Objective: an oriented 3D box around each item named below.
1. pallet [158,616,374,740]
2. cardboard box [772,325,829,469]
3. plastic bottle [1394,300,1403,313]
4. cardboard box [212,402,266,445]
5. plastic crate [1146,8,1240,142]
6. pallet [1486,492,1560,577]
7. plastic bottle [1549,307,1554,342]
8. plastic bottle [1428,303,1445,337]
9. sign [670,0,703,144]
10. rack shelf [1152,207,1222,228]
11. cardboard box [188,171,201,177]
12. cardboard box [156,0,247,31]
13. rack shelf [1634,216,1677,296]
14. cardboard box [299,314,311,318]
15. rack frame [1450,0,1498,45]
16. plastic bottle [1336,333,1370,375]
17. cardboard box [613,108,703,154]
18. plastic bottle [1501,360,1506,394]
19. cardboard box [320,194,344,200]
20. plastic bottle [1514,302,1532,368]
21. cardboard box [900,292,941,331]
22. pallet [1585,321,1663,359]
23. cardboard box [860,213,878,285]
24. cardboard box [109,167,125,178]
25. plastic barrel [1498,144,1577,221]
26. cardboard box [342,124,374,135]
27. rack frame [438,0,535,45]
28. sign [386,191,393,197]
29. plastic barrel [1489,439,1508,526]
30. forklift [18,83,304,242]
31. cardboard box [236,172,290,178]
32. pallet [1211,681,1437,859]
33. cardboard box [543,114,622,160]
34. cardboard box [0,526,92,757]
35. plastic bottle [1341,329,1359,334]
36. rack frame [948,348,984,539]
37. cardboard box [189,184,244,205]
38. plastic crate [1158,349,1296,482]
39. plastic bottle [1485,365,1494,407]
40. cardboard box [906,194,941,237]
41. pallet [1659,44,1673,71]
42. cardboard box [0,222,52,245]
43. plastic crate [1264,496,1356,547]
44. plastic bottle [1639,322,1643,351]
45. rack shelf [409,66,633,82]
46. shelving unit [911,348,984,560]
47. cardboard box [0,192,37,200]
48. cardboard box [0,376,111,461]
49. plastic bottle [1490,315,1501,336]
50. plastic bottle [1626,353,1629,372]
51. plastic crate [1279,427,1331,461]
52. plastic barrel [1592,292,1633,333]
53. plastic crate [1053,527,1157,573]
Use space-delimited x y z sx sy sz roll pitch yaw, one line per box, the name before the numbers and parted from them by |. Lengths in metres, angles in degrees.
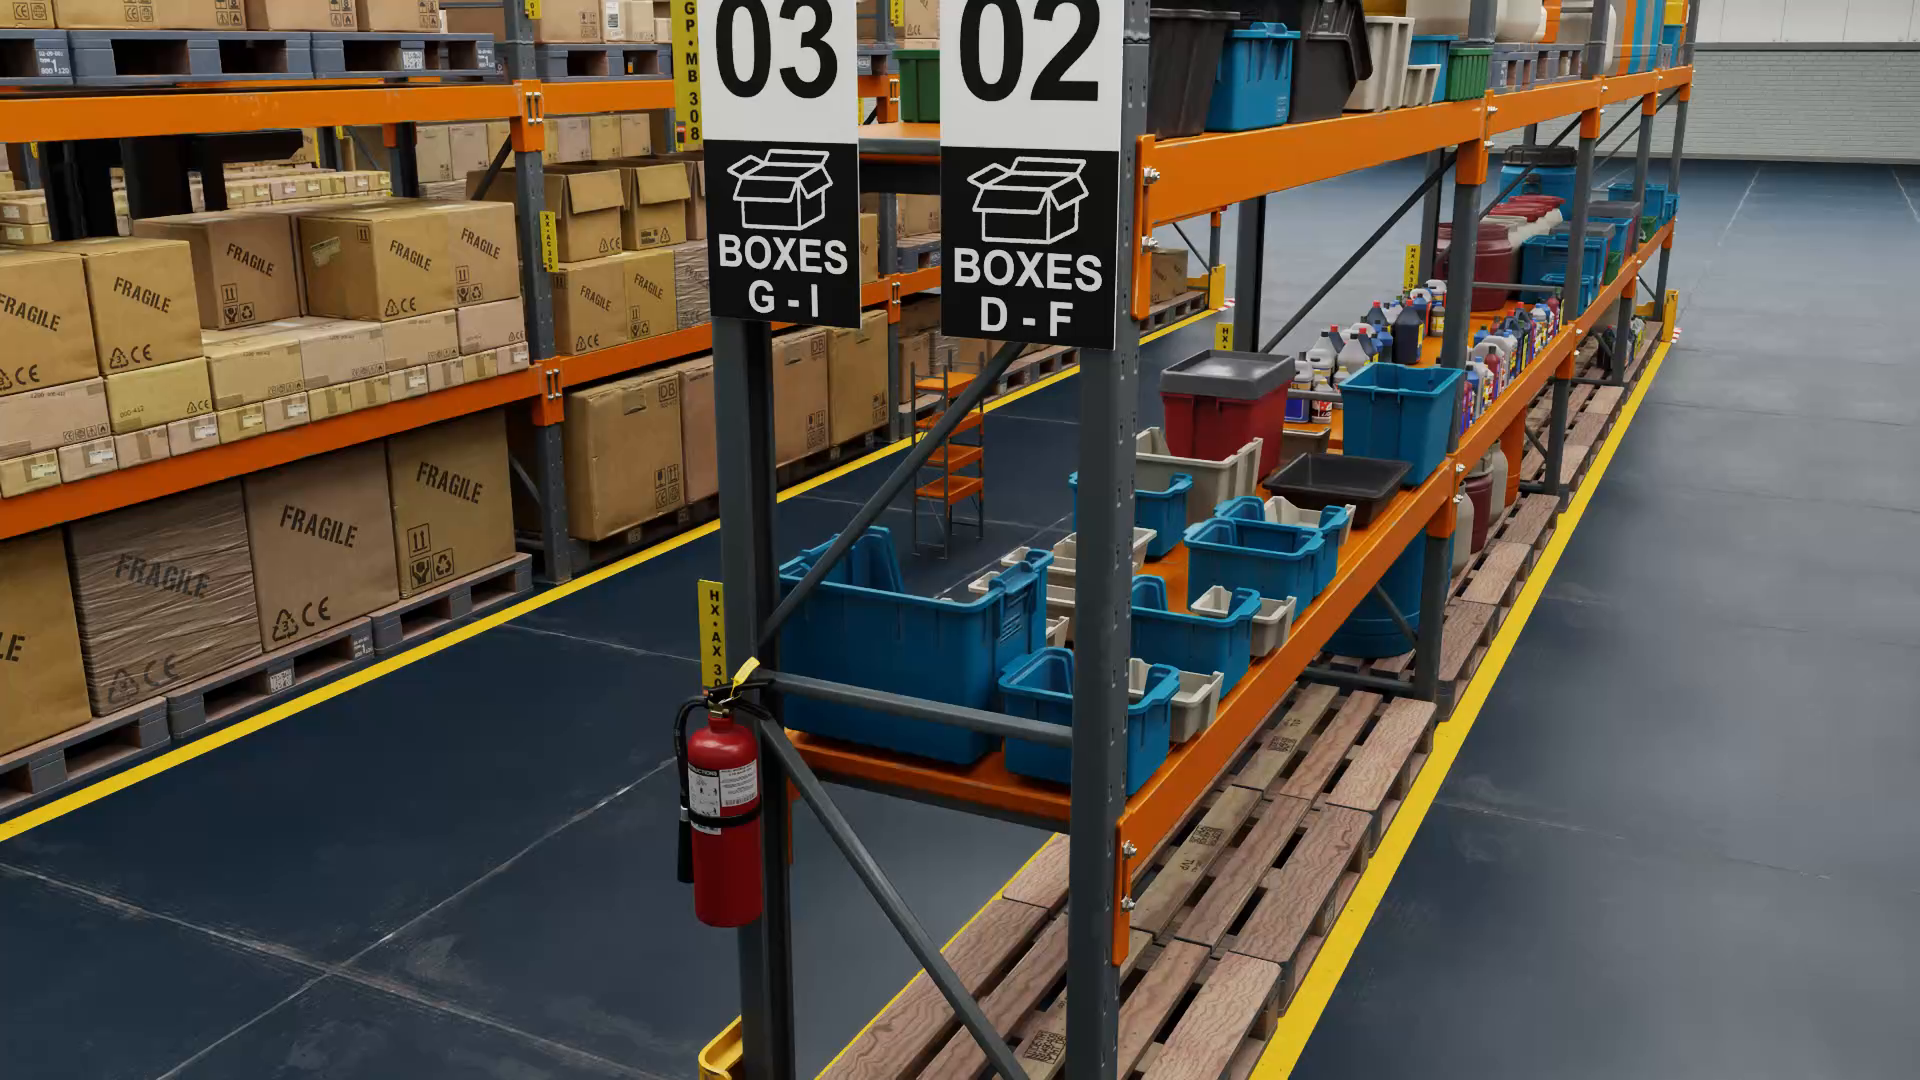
pallet | -3.695 0.587 8.178 1.003 0.211 1.213 8 18 25
cardboard box | -1.686 -1.048 11.779 1.225 0.875 0.875 8 18 26
plastic bottle | 2.549 -1.267 9.748 0.097 0.271 0.097 0 17 0
cardboard box | -3.388 -0.547 7.538 0.380 0.149 0.250 8 18 24
plastic crate | 0.324 -1.035 3.700 0.497 0.269 0.590 8 18 25
pallet | 3.163 -0.092 10.462 1.003 0.211 1.213 8 18 25
plastic bottle | 3.507 -1.296 9.968 0.097 0.201 0.097 0 17 0
plastic bottle | 2.908 -1.341 10.120 0.097 0.201 0.097 0 17 0
sign | -0.597 -1.050 3.708 0.100 0.325 0.005 8 18 25
rack shelf | 1.728 -3.448 18.128 1.077 0.370 4.000 8 18 25
cardboard box | -8.742 -4.071 18.666 0.380 0.149 0.250 9 19 27
cardboard box | -3.642 -2.522 7.391 0.700 0.500 0.500 9 19 28
rack shelf | 6.159 -2.818 16.007 1.077 0.370 4.000 8 18 25
cardboard box | -3.412 -1.104 8.714 0.500 0.250 0.500 8 18 25
rack frame | 1.690 -3.491 6.474 1.000 3.000 0.127 8 18 25
plastic bottle | 1.937 -0.849 8.202 0.144 0.351 0.185 8 18 25
cardboard box | -3.363 -4.619 18.649 0.875 0.550 0.550 8 18 25
plastic bottle | 2.728 -0.852 8.472 0.097 0.201 0.097 0 17 0
cardboard box | -5.392 -2.825 13.950 0.380 0.149 0.250 9 19 27
plastic bottle | 3.059 -1.127 9.137 0.144 0.351 0.185 8 18 25
cardboard box | -0.453 -1.948 14.114 0.500 0.250 0.500 11 20 32
pallet | 6.693 -2.104 17.237 1.003 0.211 1.213 8 18 25
cardboard box | -0.952 -2.155 12.337 0.500 0.500 0.500 9 19 27
cardboard box | -9.184 -4.136 17.746 0.500 0.500 0.500 9 19 28
plastic barrel | 4.821 -2.834 13.916 0.600 0.901 0.708 8 18 25
cardboard box | -7.641 -5.299 20.641 0.700 0.500 0.500 8 18 25
rack frame | -2.741 -4.122 8.596 1.000 3.000 0.127 8 18 25
sign | -3.231 -1.829 9.521 0.100 0.325 0.005 8 18 25
plastic barrel | 3.102 -0.361 10.104 0.421 0.512 0.421 0 17 0
forklift | -4.811 -1.551 10.598 1.130 2.935 3.031 8 18 25
cardboard box | -5.957 -3.064 14.230 0.380 0.149 0.250 8 18 25
pallet | 1.396 0.913 7.078 1.003 0.211 1.213 8 18 25
cardboard box | -4.003 -4.209 17.495 0.700 0.500 0.500 8 18 24
cardboard box | -4.314 0.417 6.846 0.875 0.875 0.875 8 18 25
plastic bottle | 2.026 -0.953 8.684 0.152 0.276 0.135 8 18 25
rack frame | 0.035 -0.595 10.421 0.240 1.200 0.015 8 18 25
cardboard box | -5.851 -2.709 13.035 0.380 0.149 0.250 9 19 27
plastic crate | 1.067 -0.479 6.653 0.402 0.464 0.583 8 18 25
plastic bottle | 2.565 -0.759 8.159 0.097 0.201 0.097 0 17 0
cardboard box | -0.588 -2.811 13.808 0.700 0.500 0.500 11 20 33
pallet | 5.500 -4.197 14.450 1.213 0.211 1.003 8 18 25
cardboard box | -6.545 -2.168 11.736 0.380 0.149 0.250 8 19 26
plastic crate | 1.181 -0.036 5.735 0.293 0.136 0.466 8 18 25
plastic bottle | 6.425 -1.958 15.858 0.152 0.276 0.135 8 18 24
rack shelf | -4.452 -4.524 16.482 1.077 0.370 4.000 8 18 25
shelving unit | -0.074 -0.533 10.212 0.258 1.200 0.503 8 18 25
cardboard box | -7.009 -2.464 12.211 0.380 0.149 0.250 7 18 24
cardboard box | -3.846 -0.519 6.743 0.500 0.250 0.500 8 18 25
plastic bottle | 2.956 -1.101 9.169 0.061 0.283 0.133 8 18 25
plastic bottle | 5.890 -1.600 14.785 0.097 0.201 0.097 0 17 0
plastic crate | 1.354 -0.418 7.020 0.396 0.136 0.243 8 18 25
plastic barrel | 6.603 -2.376 16.887 0.421 0.512 0.421 0 17 0
plastic crate | 0.466 0.046 5.458 0.298 0.136 0.250 8 18 25
